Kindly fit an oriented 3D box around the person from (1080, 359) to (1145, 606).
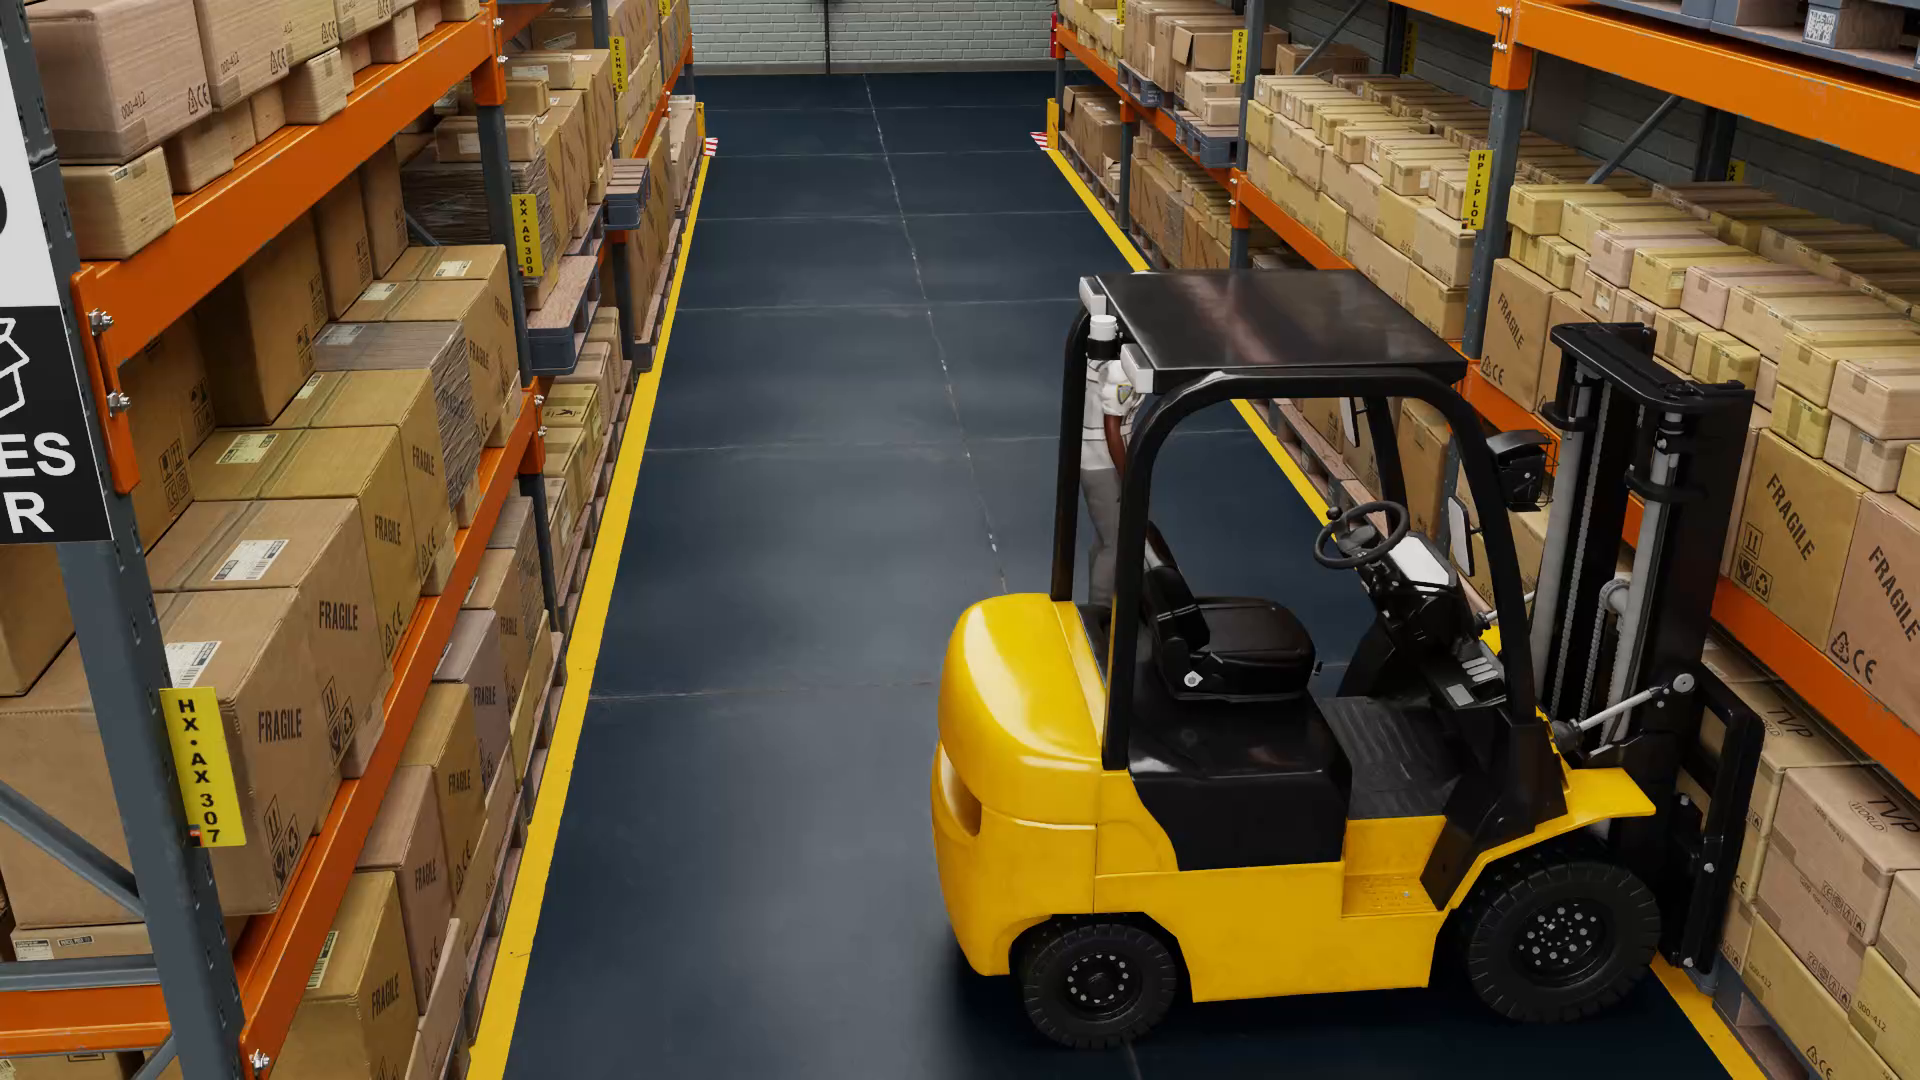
[{"bbox_3d":[0.684,-0.338,7.366,0.415,1.658,0.506,-2,24,-5],"label":"person"}]
